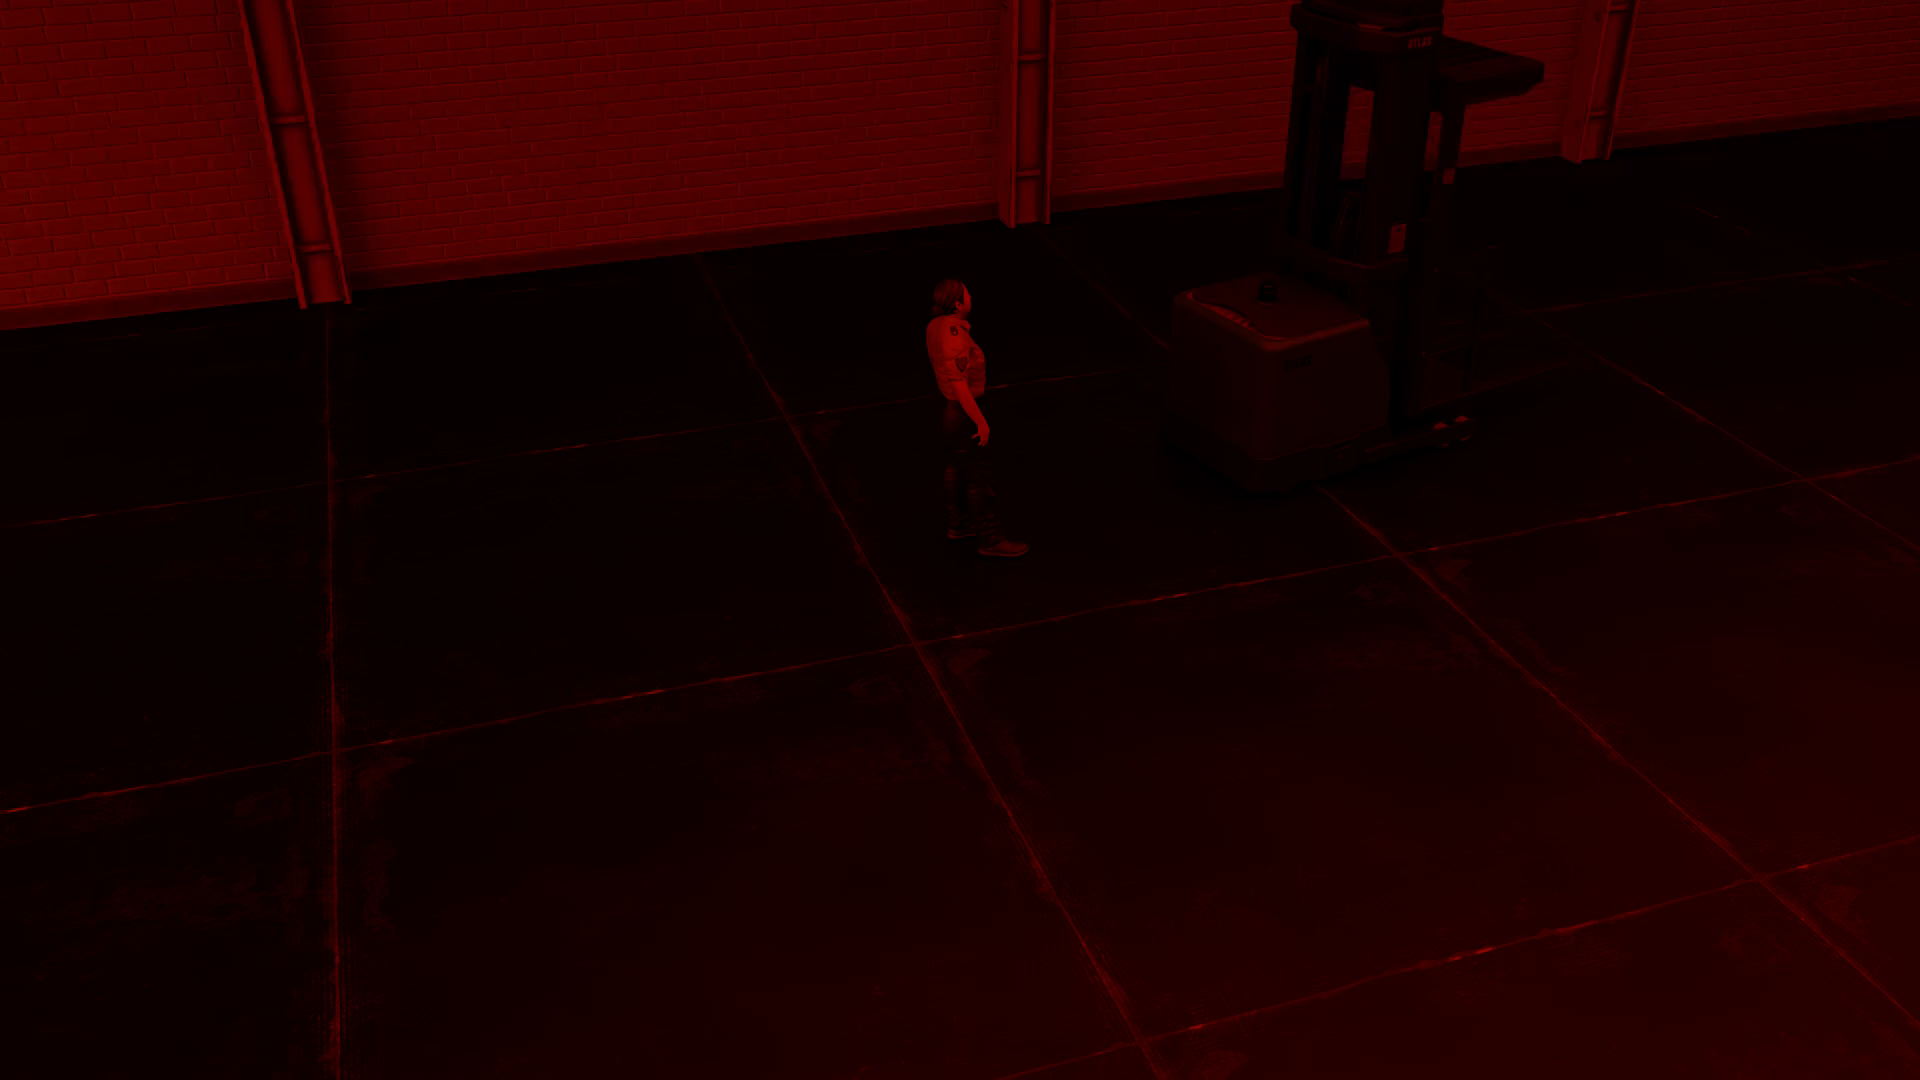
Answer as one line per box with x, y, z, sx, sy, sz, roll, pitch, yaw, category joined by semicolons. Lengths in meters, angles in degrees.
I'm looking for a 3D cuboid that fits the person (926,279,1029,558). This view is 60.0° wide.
0.092;-0.724;9.617;0.503;1.651;0.598;-10;31;-16;person

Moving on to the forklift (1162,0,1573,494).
2.874;-2.092;10.724;3.031;2.935;1.130;-17;34;-27;forklift
